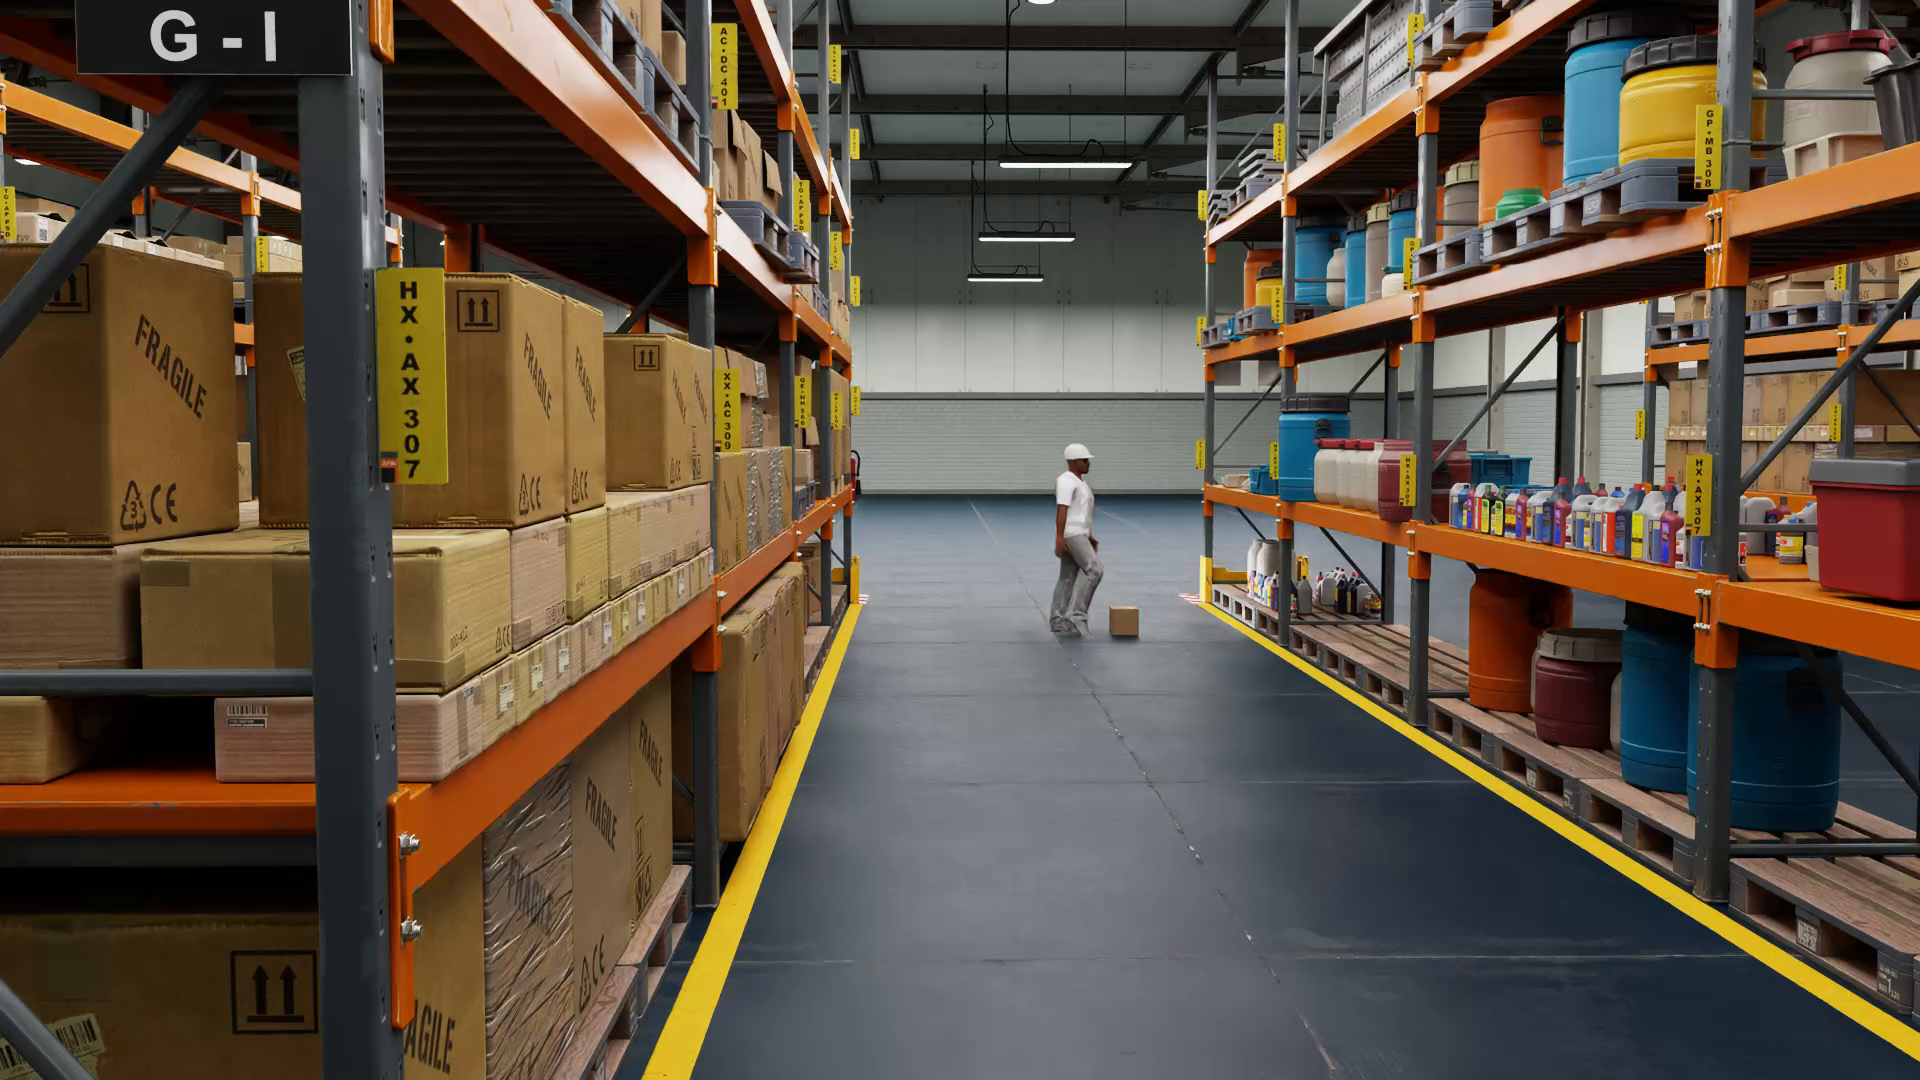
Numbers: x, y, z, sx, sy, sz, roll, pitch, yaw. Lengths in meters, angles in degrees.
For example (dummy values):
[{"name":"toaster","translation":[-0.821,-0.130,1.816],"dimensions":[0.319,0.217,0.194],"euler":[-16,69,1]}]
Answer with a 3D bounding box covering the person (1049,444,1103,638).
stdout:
[{"name":"person","translation":[1.094,0.015,15.538],"dimensions":[0.511,1.824,0.628],"euler":[1,4,10]}]
